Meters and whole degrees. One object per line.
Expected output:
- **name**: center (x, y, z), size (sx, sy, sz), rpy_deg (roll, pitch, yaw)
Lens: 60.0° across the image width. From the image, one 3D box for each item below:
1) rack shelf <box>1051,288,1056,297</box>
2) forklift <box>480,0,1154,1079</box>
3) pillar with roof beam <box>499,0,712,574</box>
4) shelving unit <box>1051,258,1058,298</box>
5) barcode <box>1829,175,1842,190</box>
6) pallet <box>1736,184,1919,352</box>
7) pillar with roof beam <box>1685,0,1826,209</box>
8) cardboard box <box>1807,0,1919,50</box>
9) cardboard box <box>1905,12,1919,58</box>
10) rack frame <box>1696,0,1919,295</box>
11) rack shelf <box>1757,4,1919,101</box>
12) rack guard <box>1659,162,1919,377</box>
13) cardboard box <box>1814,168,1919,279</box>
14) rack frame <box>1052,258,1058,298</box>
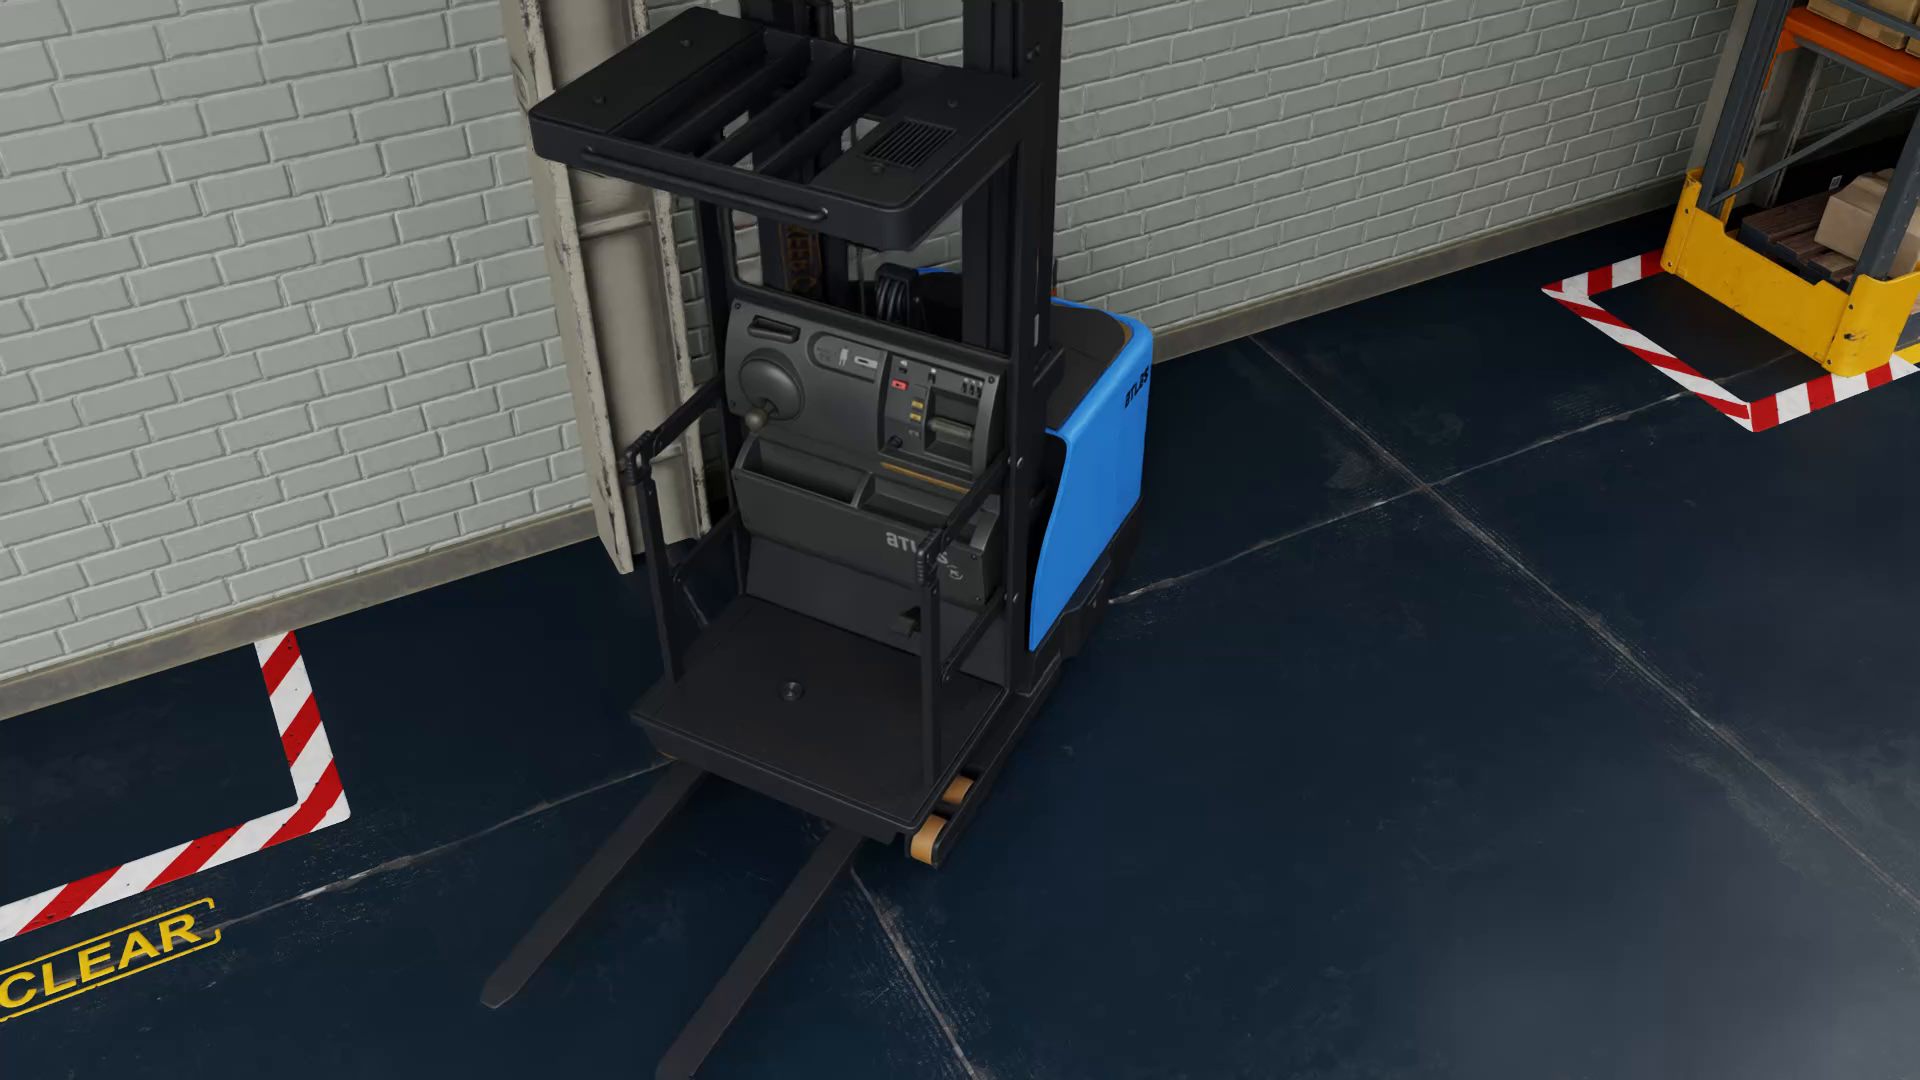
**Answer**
- **rack shelf**: center (0.217, -0.885, 6.560), size (0.240, 0.259, 0.215), rpy_deg (-28, 47, -29)
- **forklift**: center (-0.406, -0.382, 4.933), size (1.130, 2.935, 3.031), rpy_deg (18, 44, 20)
- **pillar with roof beam**: center (0.750, -0.978, 0.940), size (0.400, 9.000, 9.100), rpy_deg (-19, 44, -21)
- **shelving unit**: center (0.217, -0.676, 6.736), size (0.252, 1.050, 0.215), rpy_deg (-28, 47, -29)
- **barcode**: center (4.348, -1.775, 8.259), size (0.075, 0.075, 0.001), rpy_deg (-19, 44, -21)
- **pallet**: center (4.666, -1.421, 8.266), size (1.213, 0.211, 1.003), rpy_deg (-19, 44, -21)
- **pillar with roof beam**: center (6.072, -2.768, 3.055), size (0.400, 9.000, 9.100), rpy_deg (-19, 44, -21)
- **cardboard box**: center (4.187, -2.442, 7.414), size (0.500, 0.250, 0.500), rpy_deg (-18, 43, -20)
- **cardboard box**: center (4.441, -2.155, 7.075), size (0.500, 0.250, 0.500), rpy_deg (-20, 44, -22)
- **rack frame**: center (3.862, -2.241, 7.076), size (0.127, 3.000, 1.000), rpy_deg (-19, 44, -21)
- **rack shelf**: center (5.636, -2.563, 8.013), size (4.000, 0.370, 1.077), rpy_deg (-19, 44, -21)
- **rack guard**: center (3.929, -1.309, 7.910), size (0.348, 0.500, 1.175), rpy_deg (-19, 44, -21)
- **cardboard box**: center (4.517, -1.537, 7.985), size (0.500, 0.311, 0.500), rpy_deg (-24, 46, -25)
- **rack frame**: center (0.312, -0.726, 6.795), size (0.008, 1.050, 0.200), rpy_deg (-28, 47, -29)
